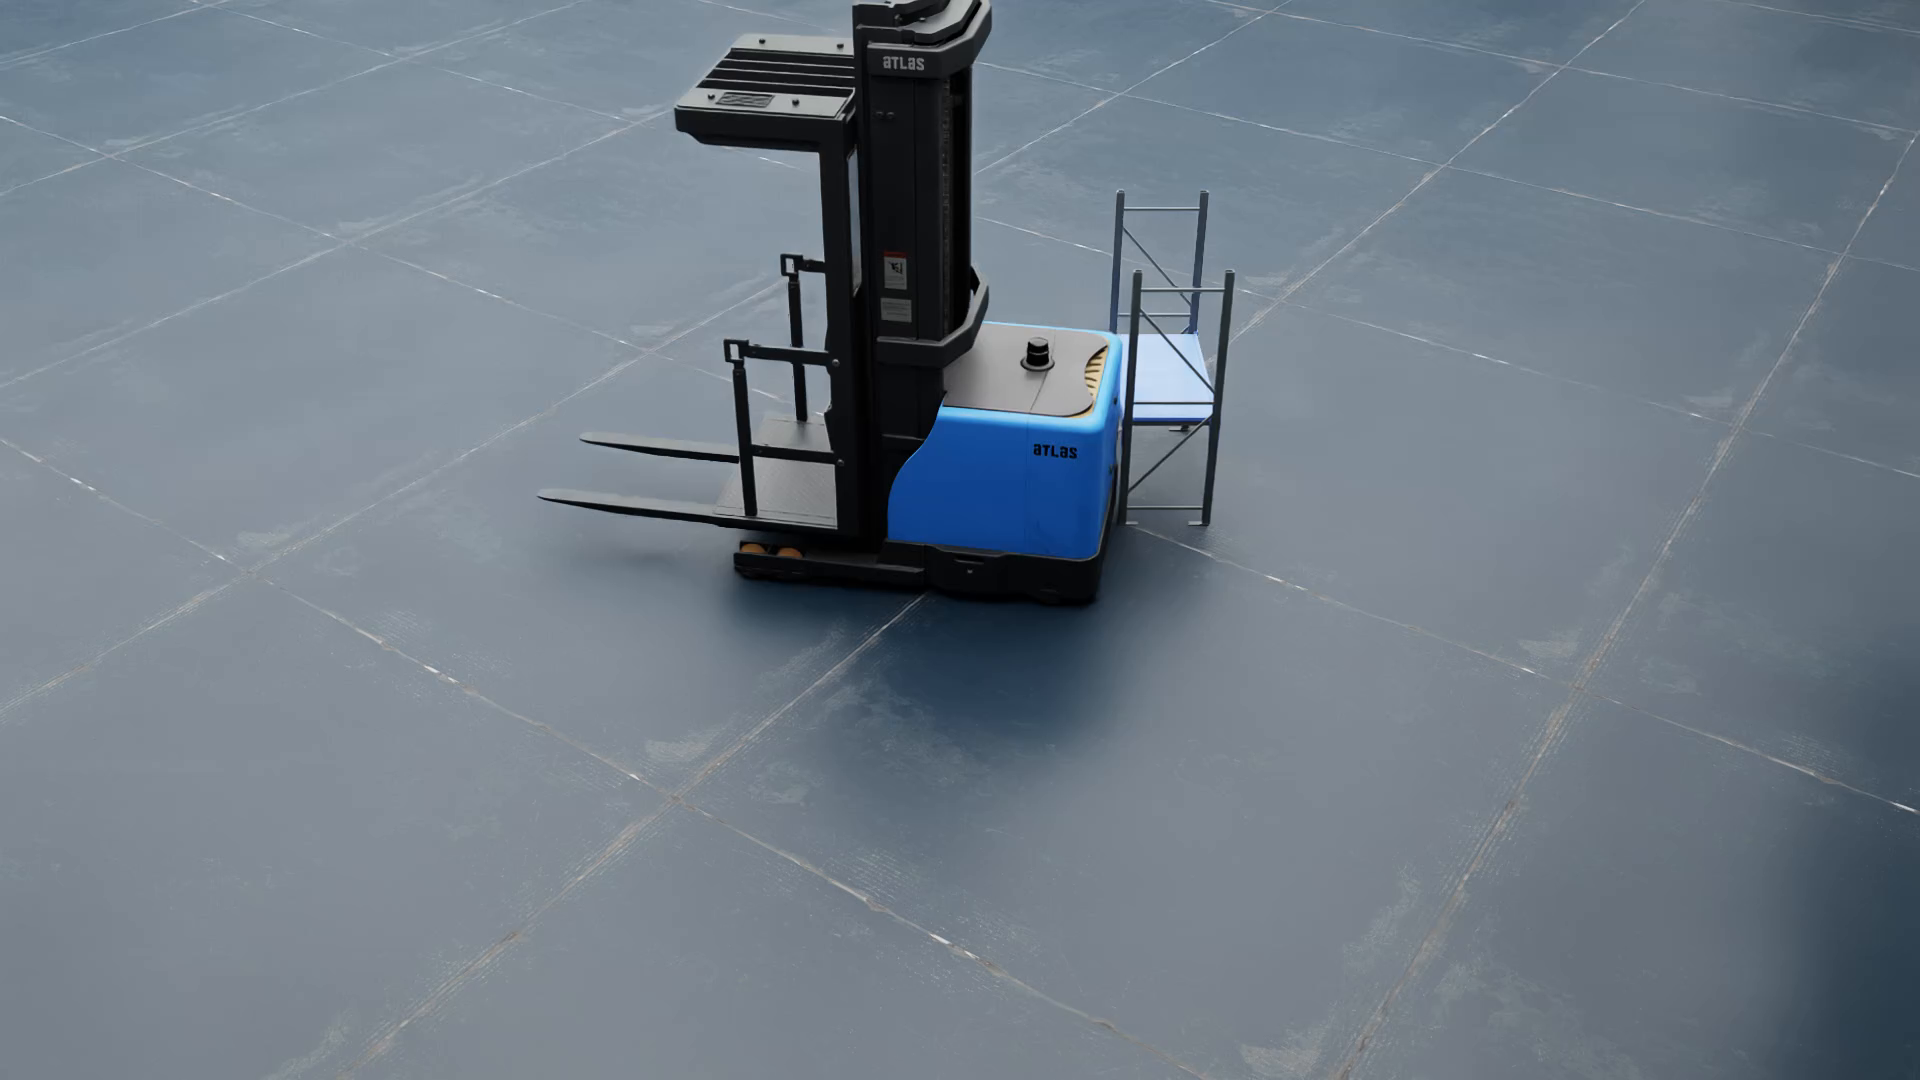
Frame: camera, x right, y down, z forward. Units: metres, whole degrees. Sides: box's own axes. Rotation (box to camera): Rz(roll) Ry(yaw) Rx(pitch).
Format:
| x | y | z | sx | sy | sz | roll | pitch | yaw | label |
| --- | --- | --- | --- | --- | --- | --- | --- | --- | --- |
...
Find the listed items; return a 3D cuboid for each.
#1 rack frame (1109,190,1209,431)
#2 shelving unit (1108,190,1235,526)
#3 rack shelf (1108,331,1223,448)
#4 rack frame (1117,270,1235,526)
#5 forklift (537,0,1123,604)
| x | y | z | sx | sy | sz | roll | pitch | yaw | label |
| --- | --- | --- | --- | --- | --- | --- | --- | --- | --- |
| 1.104 | -1.277 | 9.475 | 0.500 | 1.500 | 0.032 | 0 | 34 | 0 | rack frame |
| 1.106 | -0.992 | 9.054 | 0.538 | 1.500 | 1.048 | 0 | 34 | 0 | shelving unit |
| 1.106 | -0.843 | 9.155 | 0.538 | 0.185 | 1.000 | 0 | 34 | 0 | rack shelf |
| 1.107 | -0.708 | 8.633 | 0.500 | 1.500 | 0.032 | 0 | 34 | 0 | rack frame |
| -0.712 | -1.290 | 8.217 | 3.031 | 2.935 | 1.130 | 6 | 35 | 9 | forklift |
